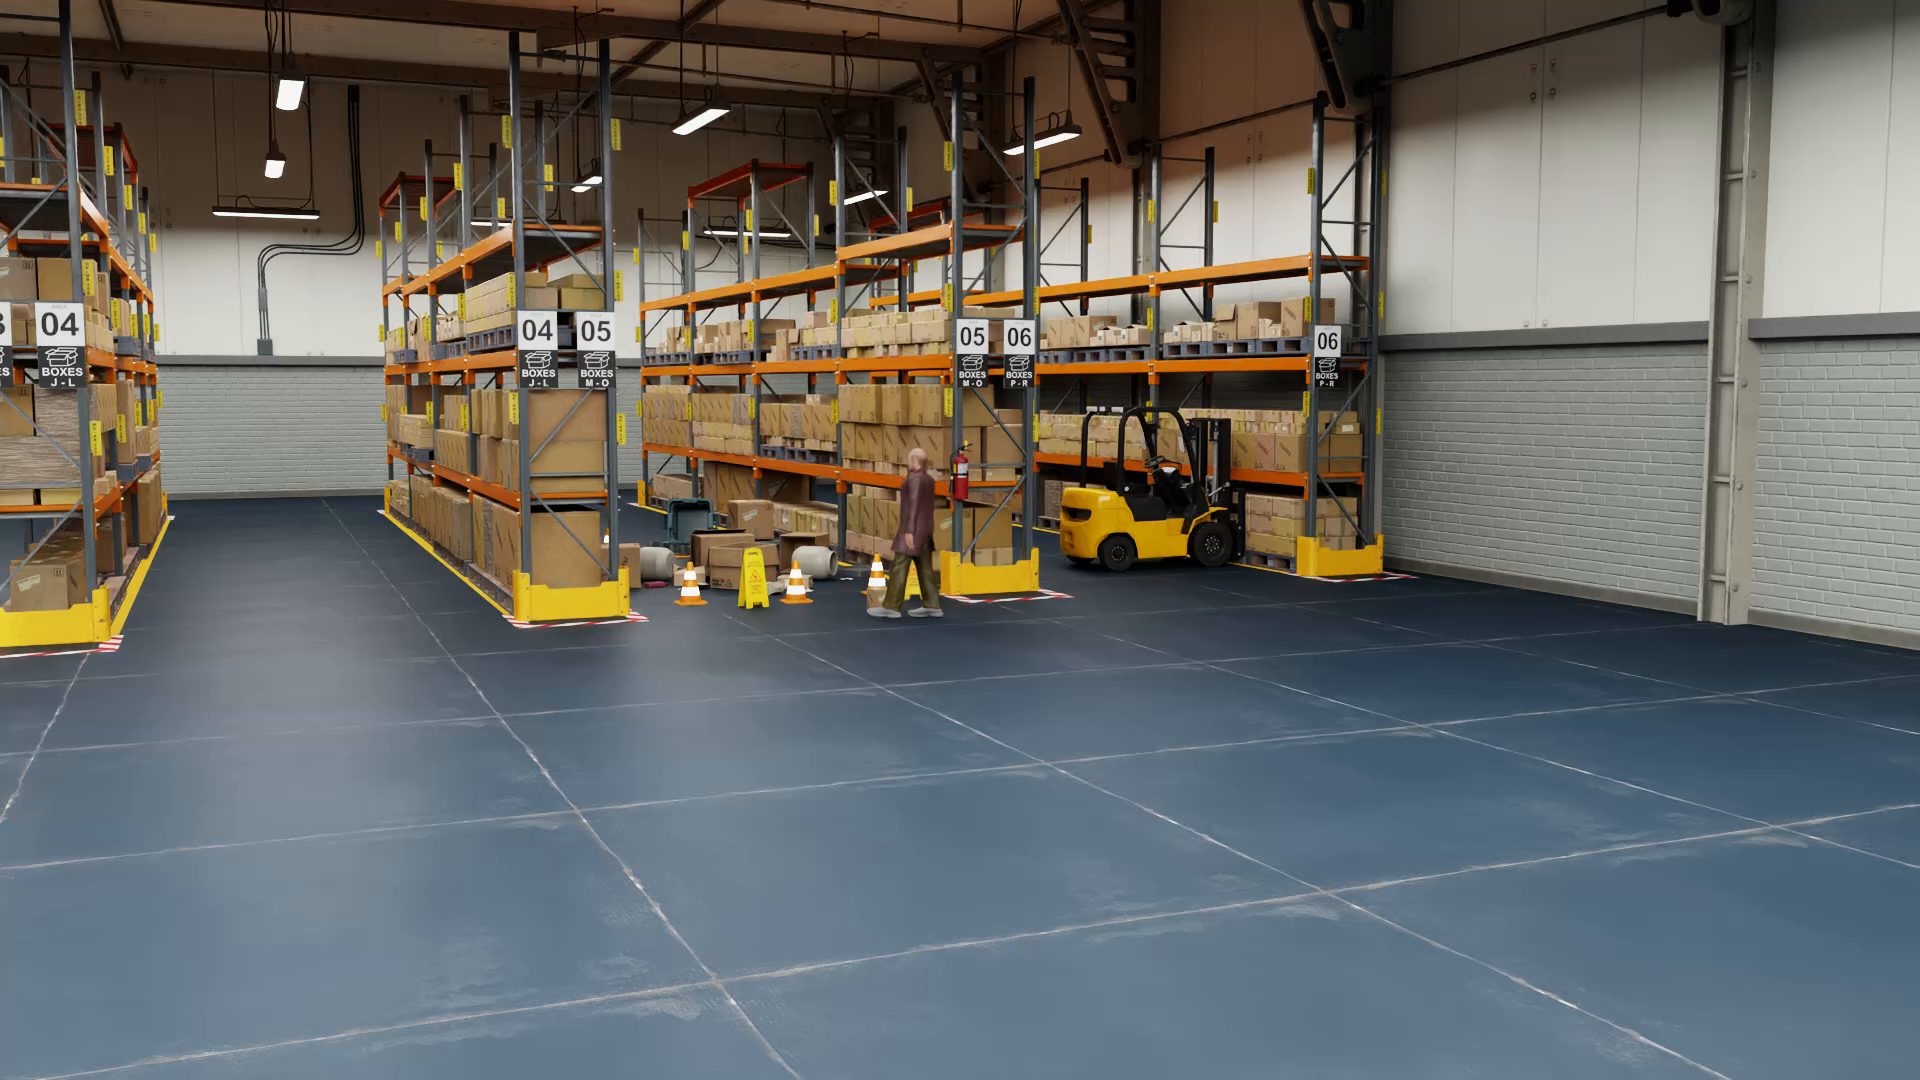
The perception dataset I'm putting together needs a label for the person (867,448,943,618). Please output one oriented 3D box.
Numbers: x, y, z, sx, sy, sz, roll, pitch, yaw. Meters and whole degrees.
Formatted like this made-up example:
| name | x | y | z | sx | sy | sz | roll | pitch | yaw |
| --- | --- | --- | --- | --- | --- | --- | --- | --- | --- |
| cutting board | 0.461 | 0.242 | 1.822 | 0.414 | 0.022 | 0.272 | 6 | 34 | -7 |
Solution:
| name | x | y | z | sx | sy | sz | roll | pitch | yaw |
| --- | --- | --- | --- | --- | --- | --- | --- | --- | --- |
| person | -0.557 | -0.074 | 17.438 | 0.727 | 1.773 | 0.599 | 2 | 6 | 20 |
